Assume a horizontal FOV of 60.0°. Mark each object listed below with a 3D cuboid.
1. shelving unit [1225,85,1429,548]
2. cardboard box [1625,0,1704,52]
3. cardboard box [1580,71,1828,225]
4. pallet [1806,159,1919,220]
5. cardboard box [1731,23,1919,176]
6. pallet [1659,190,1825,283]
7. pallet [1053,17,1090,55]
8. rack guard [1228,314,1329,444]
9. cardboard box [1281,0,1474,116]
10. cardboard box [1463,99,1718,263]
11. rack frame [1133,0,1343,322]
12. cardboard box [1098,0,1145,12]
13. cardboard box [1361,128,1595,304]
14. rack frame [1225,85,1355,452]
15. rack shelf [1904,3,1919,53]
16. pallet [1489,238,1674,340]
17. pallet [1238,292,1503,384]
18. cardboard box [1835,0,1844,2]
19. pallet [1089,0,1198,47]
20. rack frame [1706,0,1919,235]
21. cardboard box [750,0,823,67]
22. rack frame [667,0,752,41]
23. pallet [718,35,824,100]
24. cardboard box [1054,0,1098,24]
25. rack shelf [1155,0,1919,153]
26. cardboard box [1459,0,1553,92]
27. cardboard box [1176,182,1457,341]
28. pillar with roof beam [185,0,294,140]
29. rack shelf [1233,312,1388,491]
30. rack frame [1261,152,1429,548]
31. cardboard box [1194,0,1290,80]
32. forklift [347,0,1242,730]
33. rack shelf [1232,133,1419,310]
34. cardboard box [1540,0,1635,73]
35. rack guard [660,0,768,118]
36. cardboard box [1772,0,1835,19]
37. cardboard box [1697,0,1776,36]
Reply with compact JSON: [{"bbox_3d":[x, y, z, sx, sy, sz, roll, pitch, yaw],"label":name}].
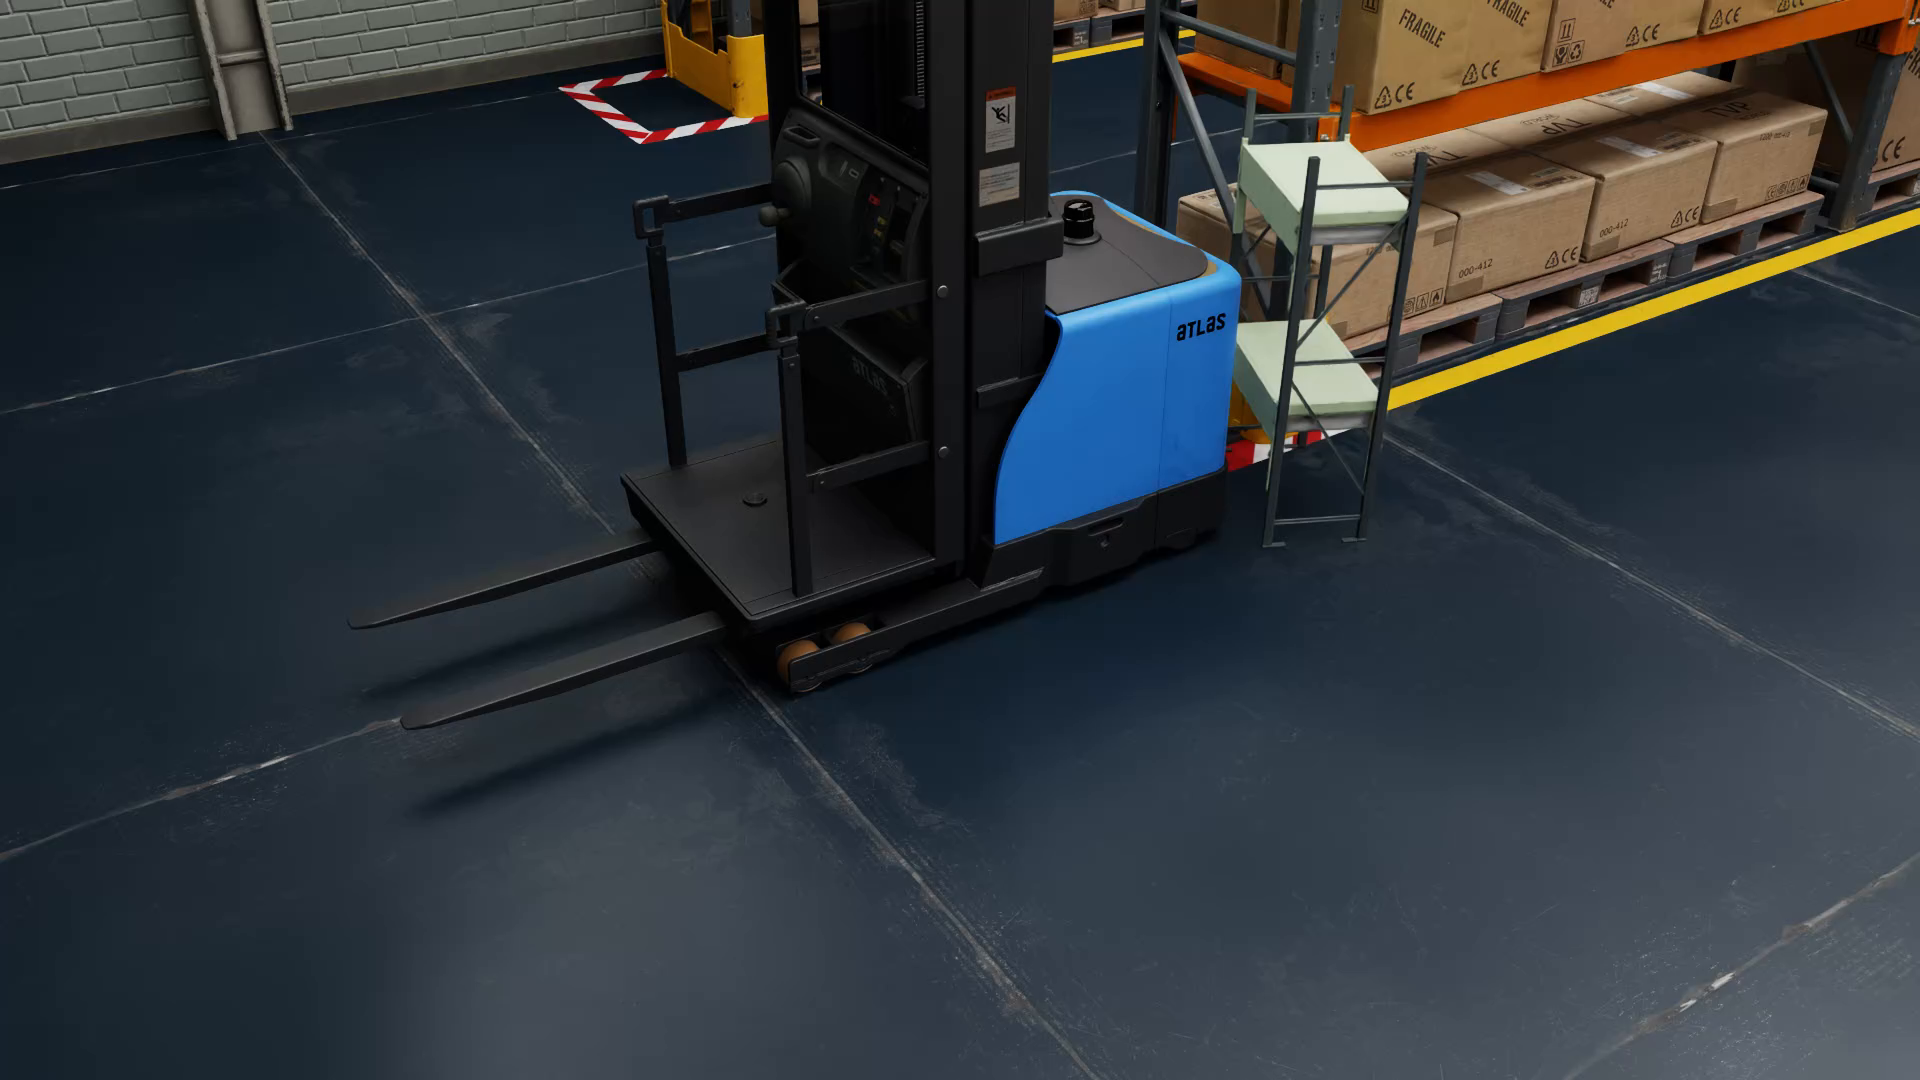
[{"bbox_3d":[1.281,-0.816,6.134,0.431,1.500,0.755,-4,32,-7],"label":"shelving unit"},{"bbox_3d":[2.902,-2.472,7.263,0.500,0.500,0.500,-18,36,-26],"label":"cardboard box"},{"bbox_3d":[3.860,-2.086,8.754,0.875,0.438,0.875,-20,37,-28],"label":"cardboard box"},{"bbox_3d":[5.054,-2.203,9.545,1.213,0.211,1.003,-19,37,-27],"label":"pallet"},{"bbox_3d":[4.924,-2.620,9.189,0.875,0.875,0.875,-18,36,-26],"label":"cardboard box"},{"bbox_3d":[3.764,-1.762,8.845,1.213,0.211,1.003,-19,37,-27],"label":"pallet"},{"bbox_3d":[0.149,-3.618,11.788,1.213,0.211,1.003,-19,37,-27],"label":"pallet"},{"bbox_3d":[1.064,-0.905,7.217,0.348,0.500,1.175,-19,37,-27],"label":"rack guard"},{"bbox_3d":[1.643,-2.022,6.550,0.500,0.500,0.500,-19,37,-28],"label":"cardboard box"},{"bbox_3d":[3.108,-1.827,8.343,0.875,0.438,0.875,-20,37,-29],"label":"cardboard box"},{"bbox_3d":[1.084,-1.969,6.561,0.127,3.000,1.000,-19,37,-27],"label":"rack frame"},{"bbox_3d":[1.144,-3.976,11.910,0.258,0.266,0.396,-18,36,-26],"label":"cardboard box"},{"bbox_3d":[2.349,-1.567,7.931,0.875,0.438,0.875,-18,36,-26],"label":"cardboard box"},{"bbox_3d":[1.233,-1.009,6.441,0.400,1.500,0.023,-4,32,-7],"label":"rack frame"},{"bbox_3d":[6.127,-3.400,9.502,4.000,0.370,1.077,-19,37,-27],"label":"rack shelf"},{"bbox_3d":[2.738,-1.407,8.282,1.213,0.211,1.003,-19,37,-27],"label":"pallet"},{"bbox_3d":[1.713,-1.056,7.727,1.213,0.211,1.003,-19,37,-27],"label":"pallet"},{"bbox_3d":[4.194,-2.919,7.973,0.500,0.500,0.500,-19,37,-27],"label":"cardboard box"},{"bbox_3d":[1.176,-3.973,12.351,1.213,0.211,1.003,-19,37,-27],"label":"pallet"},{"bbox_3d":[4.446,-3.126,8.394,0.127,3.000,1.000,-19,37,-27],"label":"rack frame"},{"bbox_3d":[-1.043,-3.450,10.854,0.637,0.503,0.797,-21,38,-29],"label":"cardboard box"},{"bbox_3d":[-1.609,-4.194,10.087,0.127,3.000,1.000,-19,37,-27],"label":"rack frame"},{"bbox_3d":[-0.875,-3.268,11.232,1.213,0.211,1.003,-19,37,-27],"label":"pallet"},{"bbox_3d":[0.569,-3.979,11.695,0.500,0.500,0.700,-20,38,-29],"label":"cardboard box"},{"bbox_3d":[2.765,-2.243,7.669,4.000,0.370,1.077,-19,37,-27],"label":"rack shelf"},{"bbox_3d":[2.053,-2.180,6.801,0.500,0.500,0.500,-20,37,-28],"label":"cardboard box"},{"bbox_3d":[1.584,-1.299,7.506,0.875,0.438,0.875,-20,38,-29],"label":"cardboard box"},{"bbox_3d":[-2.031,-4.426,4.832,0.400,9.000,9.100,-19,37,-27],"label":"pillar with roof beam"},{"bbox_3d":[1.278,-0.540,6.308,0.431,0.370,0.720,-4,32,-7],"label":"rack shelf"},{"bbox_3d":[1.329,-0.622,5.827,0.400,1.500,0.023,-4,32,-7],"label":"rack frame"},{"bbox_3d":[1.346,-2.270,6.943,0.500,0.500,0.500,-19,37,-27],"label":"cardboard box"},{"bbox_3d":[-0.536,-1.064,5.189,3.031,2.935,1.130,-18,37,-26],"label":"forklift"},{"bbox_3d":[1.284,-1.146,5.926,0.431,0.370,0.720,-4,32,-7],"label":"rack shelf"},{"bbox_3d":[2.490,-2.319,7.022,0.500,0.500,0.500,-19,37,-28],"label":"cardboard box"},{"bbox_3d":[-1.545,-3.159,10.789,0.348,0.500,1.175,-19,37,-27],"label":"rack guard"},{"bbox_3d":[3.765,-2.768,7.733,0.500,0.500,0.500,-20,37,-28],"label":"cardboard box"},{"bbox_3d":[3.350,-2.616,7.492,0.500,0.500,0.500,-20,37,-28],"label":"cardboard box"}]
